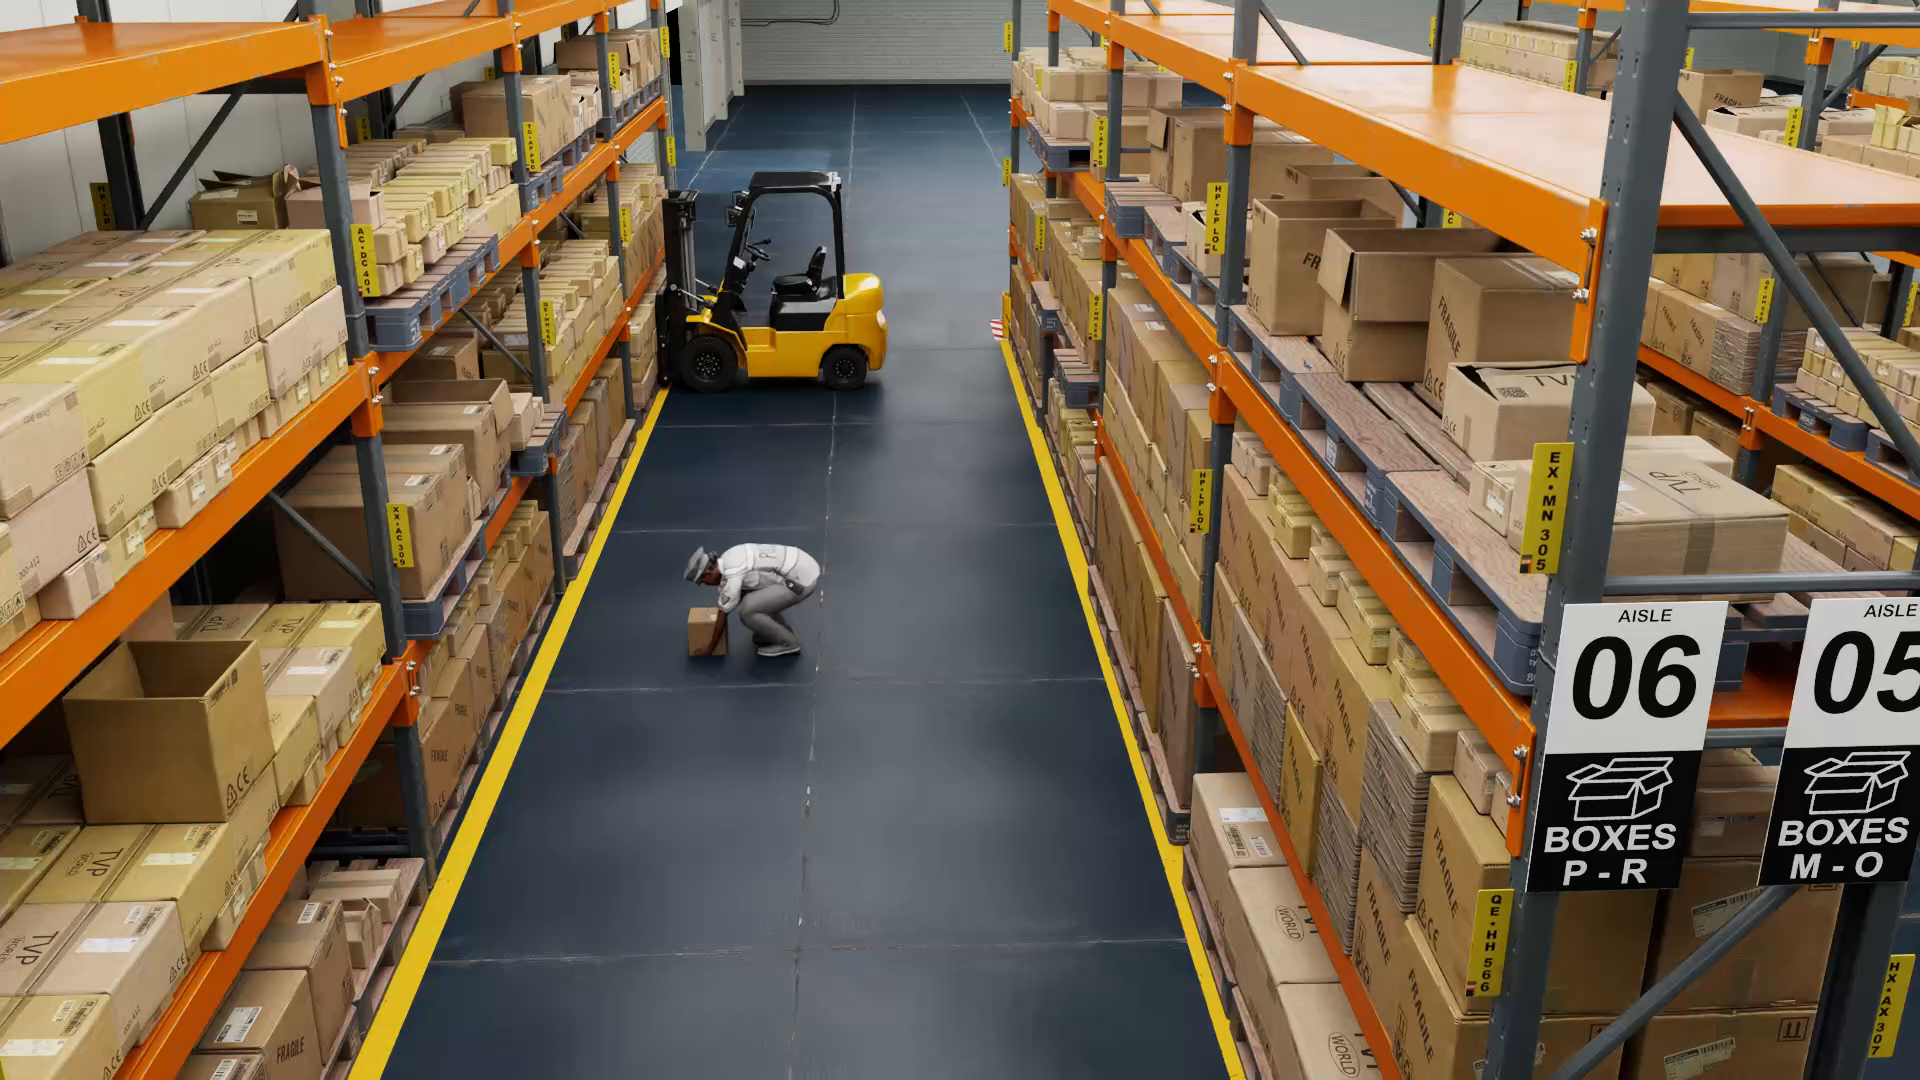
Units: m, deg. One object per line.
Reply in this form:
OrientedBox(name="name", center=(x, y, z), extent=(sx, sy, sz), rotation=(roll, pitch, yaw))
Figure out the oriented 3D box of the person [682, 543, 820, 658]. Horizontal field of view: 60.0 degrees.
OrientedBox(name="person", center=(-1.414, 0.400, 11.335), extent=(0.926, 0.765, 0.449), rotation=(-2, 21, -4))
